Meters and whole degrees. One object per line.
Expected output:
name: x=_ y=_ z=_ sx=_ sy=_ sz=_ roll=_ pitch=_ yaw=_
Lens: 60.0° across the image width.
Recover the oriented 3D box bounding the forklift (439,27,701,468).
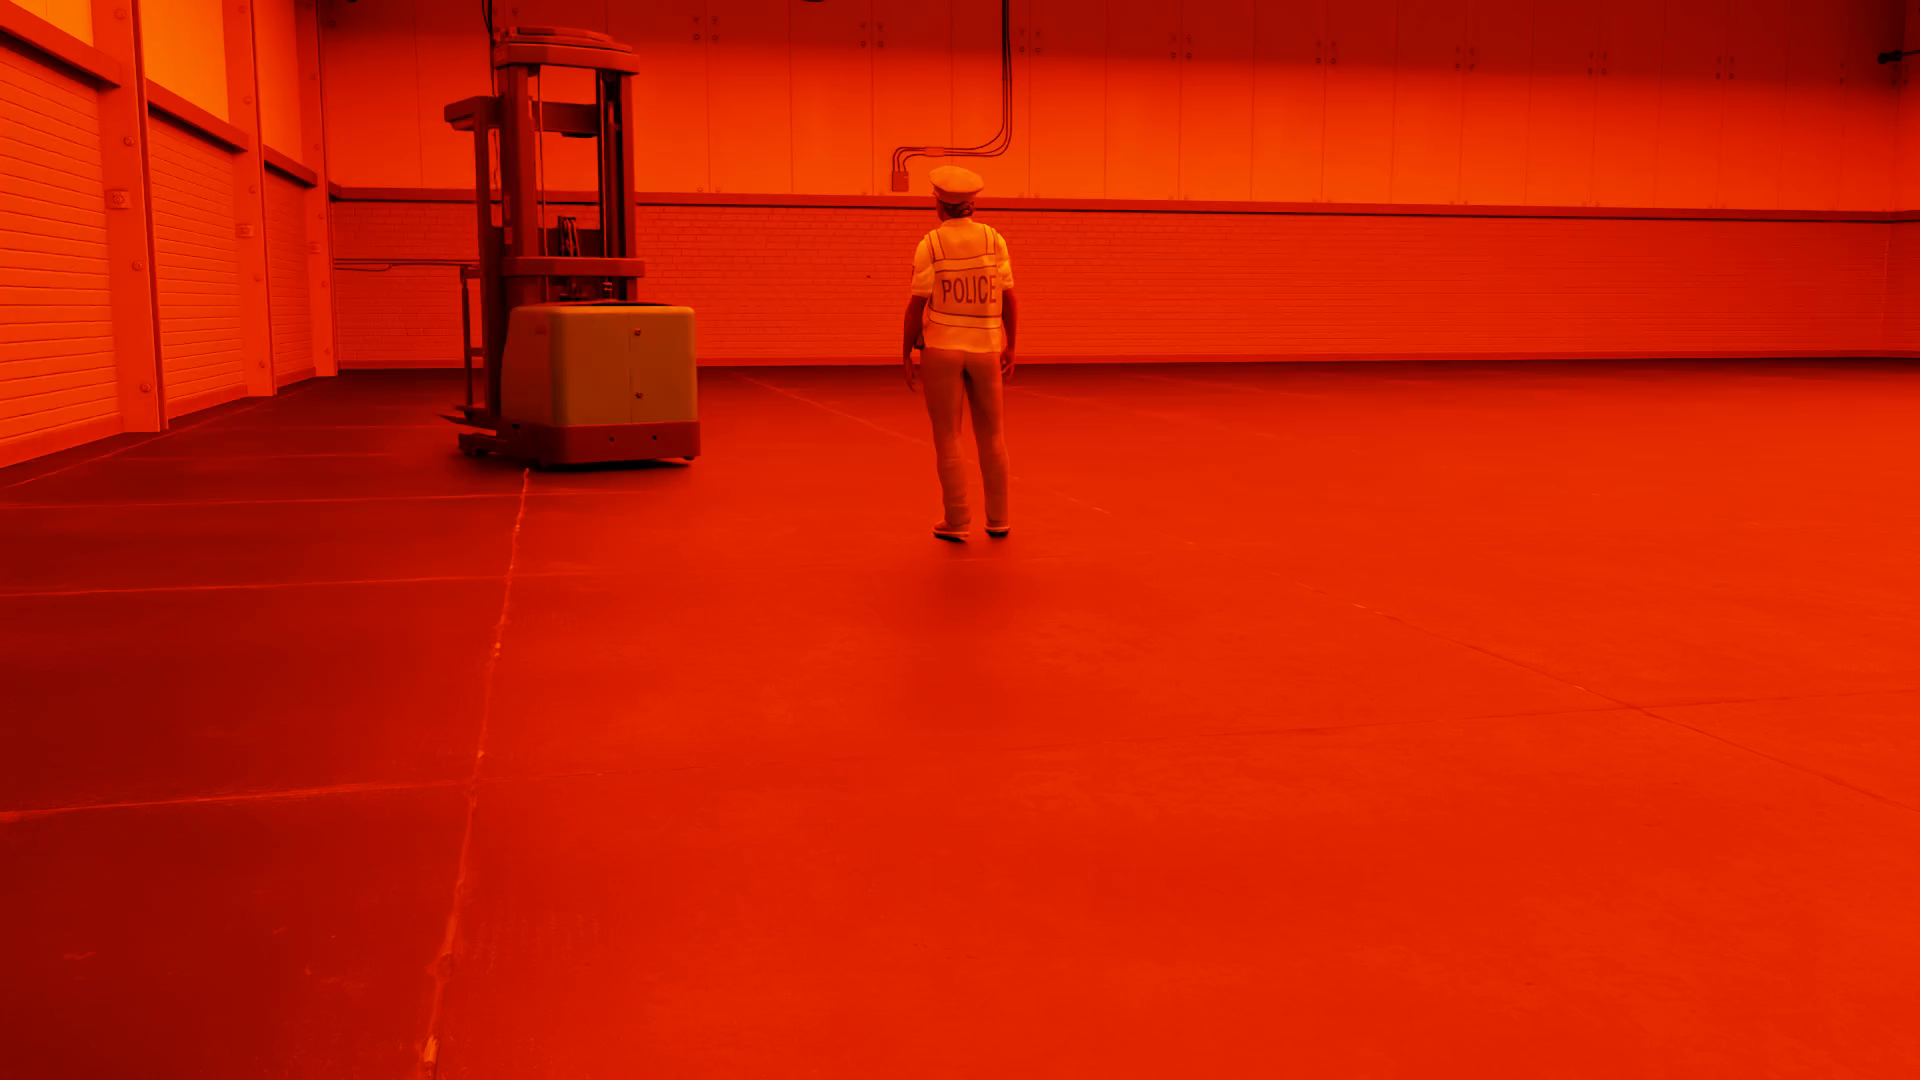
forklift: x=-3.003 y=-2.080 z=11.987 sx=1.130 sy=2.935 sz=3.031 roll=-5 pitch=10 yaw=-34

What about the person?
person: x=0.002 y=-0.857 z=7.665 sx=0.569 sy=1.695 sz=0.530 roll=-2 pitch=8 yaw=-13
